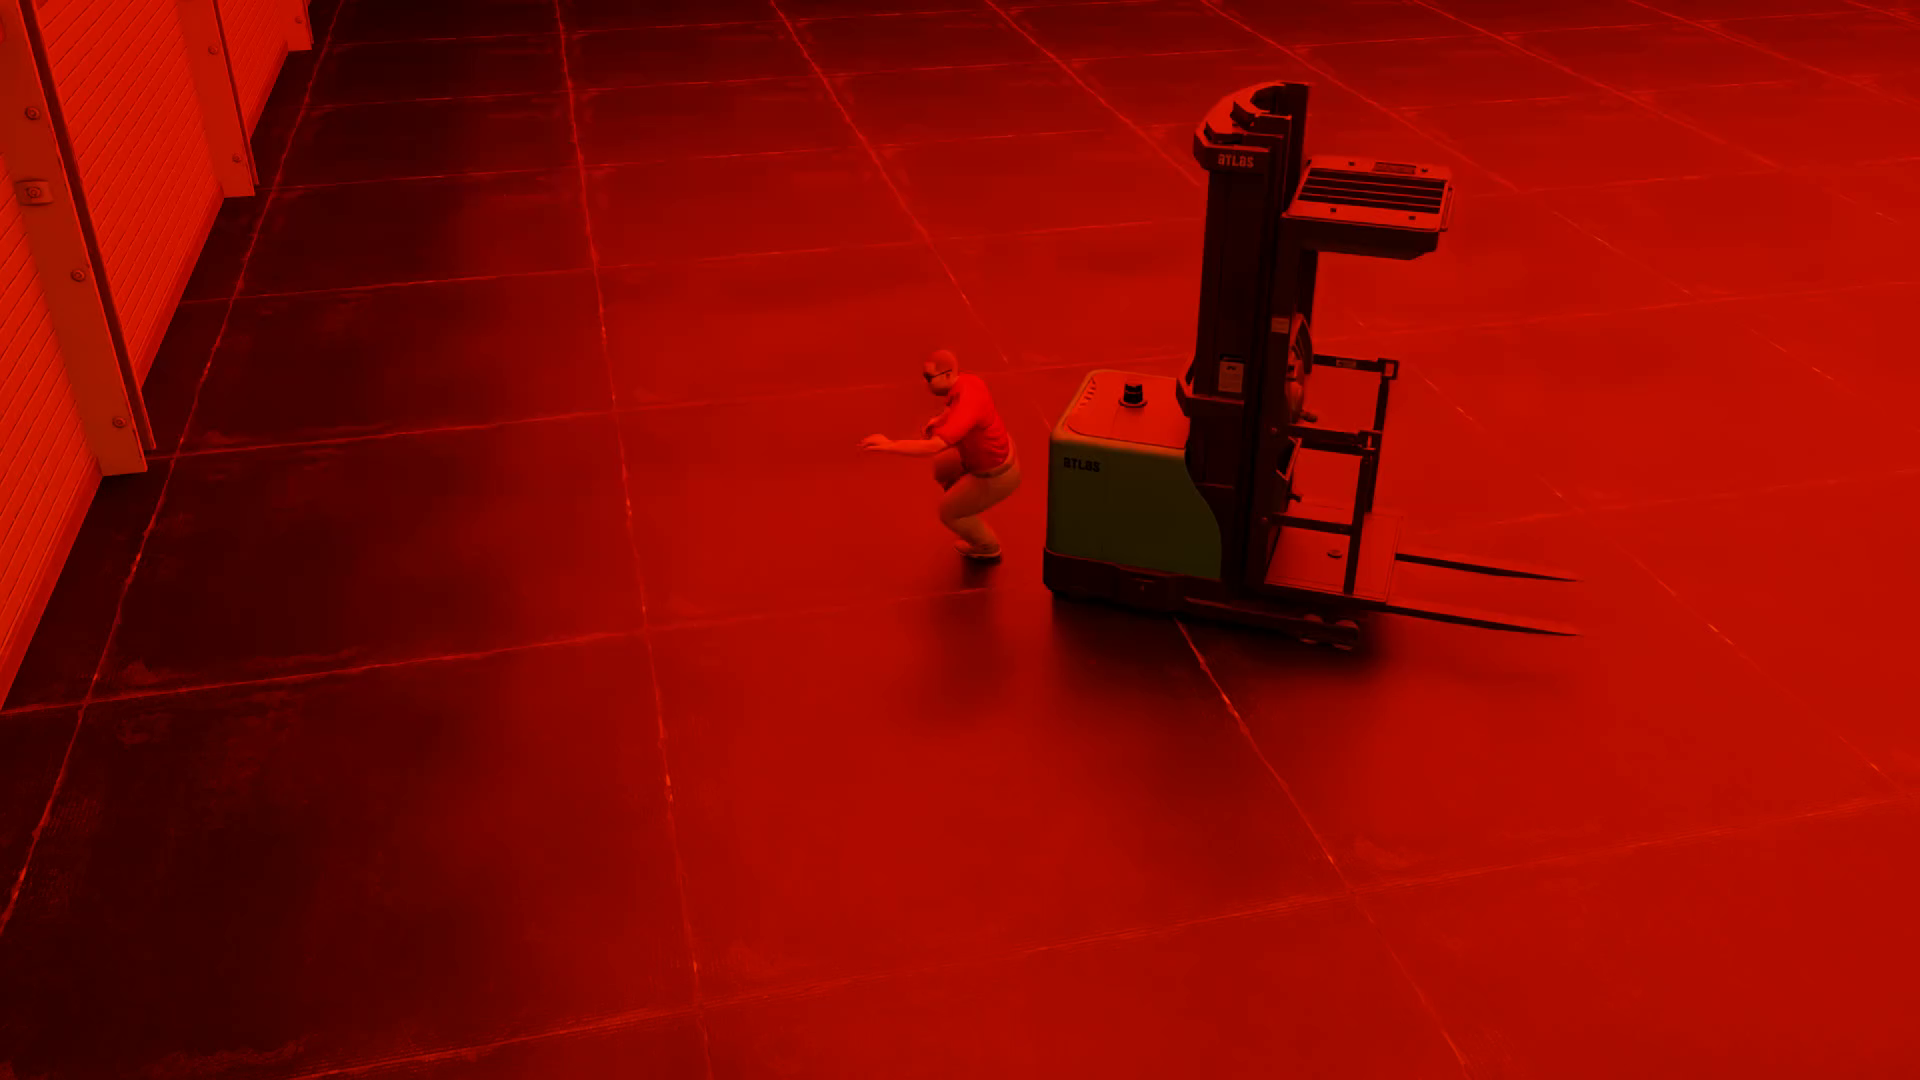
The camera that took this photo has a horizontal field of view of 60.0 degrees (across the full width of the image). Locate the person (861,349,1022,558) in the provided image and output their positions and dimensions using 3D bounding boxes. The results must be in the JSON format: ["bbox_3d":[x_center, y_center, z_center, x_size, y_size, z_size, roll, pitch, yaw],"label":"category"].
[{"bbox_3d":[-0.112,-0.513,9.933,0.935,1.493,1.183,-1,30,-3],"label":"person"}]

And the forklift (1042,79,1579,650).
[{"bbox_3d":[2.068,-0.945,9.207,3.031,2.935,1.130,9,31,15],"label":"forklift"}]
